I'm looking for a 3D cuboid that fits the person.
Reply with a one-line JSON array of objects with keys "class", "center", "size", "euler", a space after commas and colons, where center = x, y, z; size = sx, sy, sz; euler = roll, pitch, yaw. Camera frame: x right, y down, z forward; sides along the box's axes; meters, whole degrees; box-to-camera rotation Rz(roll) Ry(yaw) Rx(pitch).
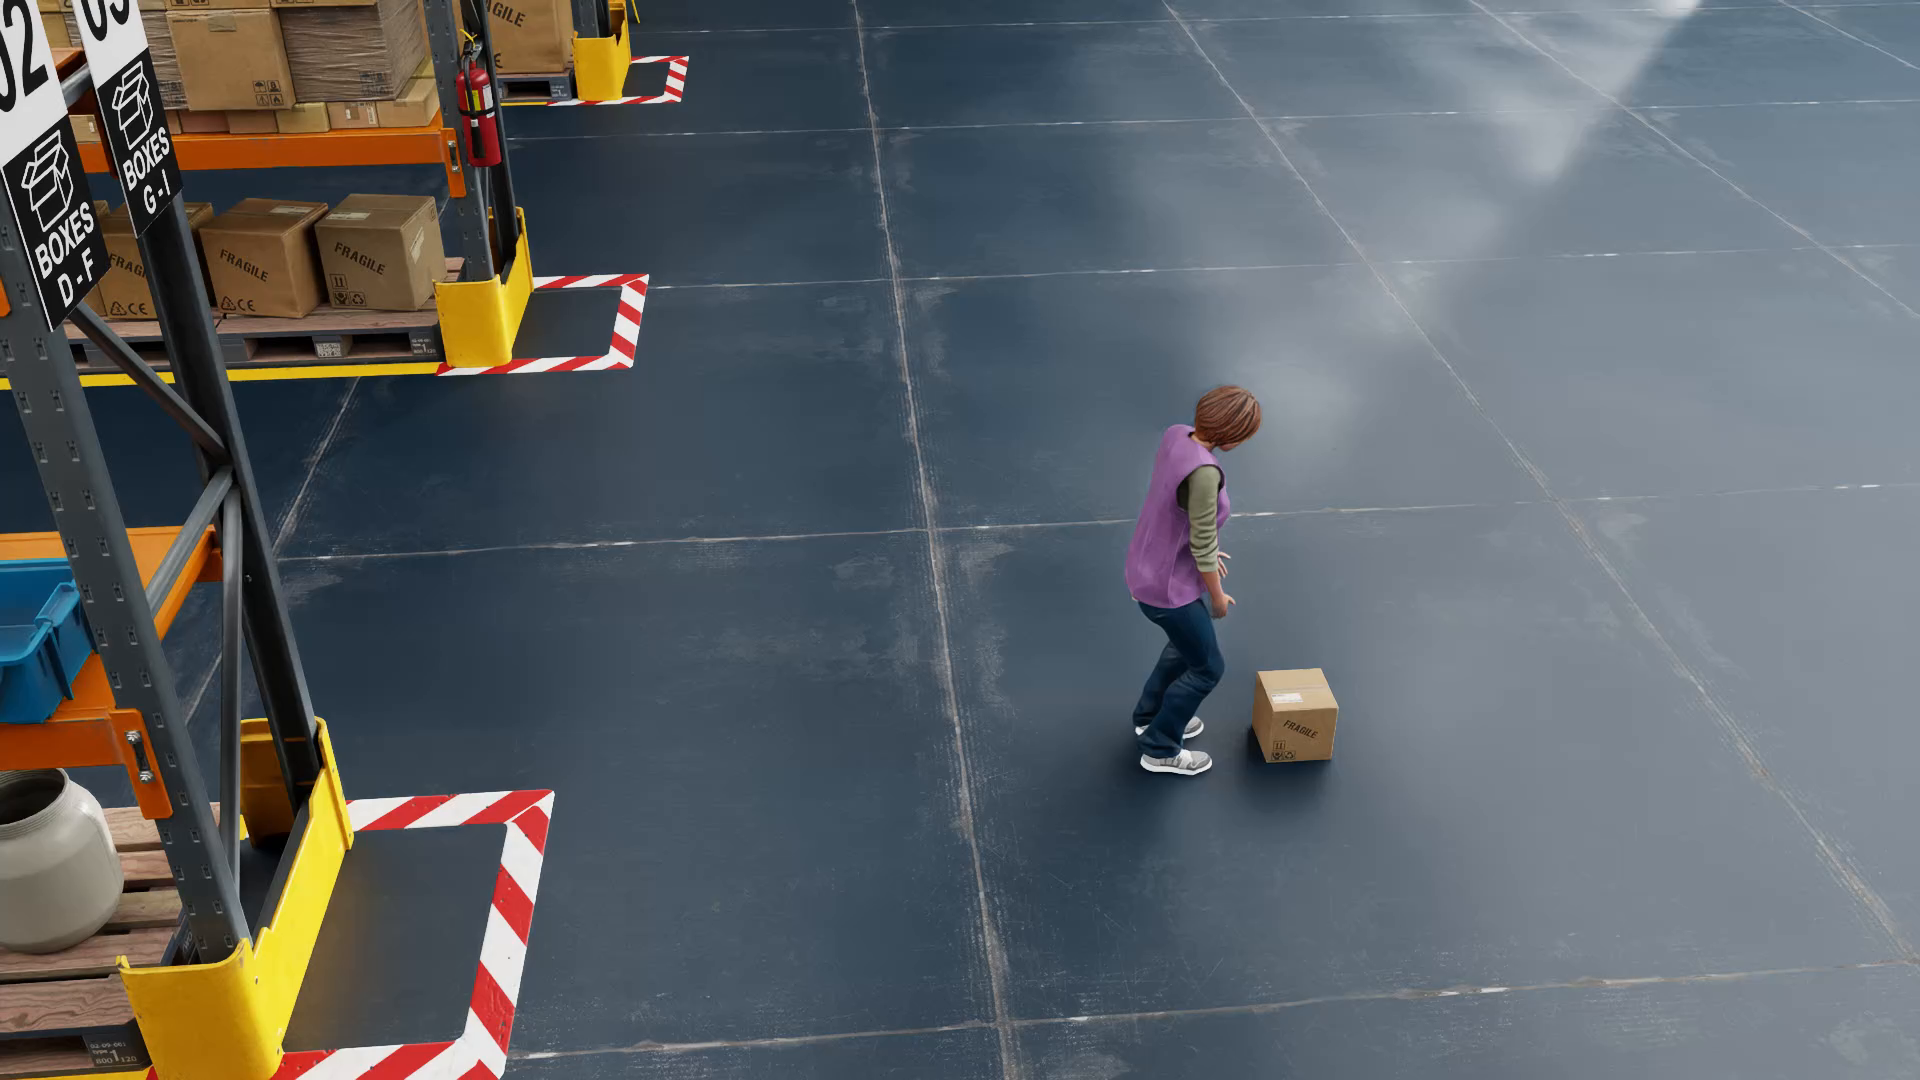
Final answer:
[{"class": "person", "center": [0.808, 0.140, 5.993], "size": [0.437, 1.526, 0.437], "euler": [-2, 32, -3]}]
